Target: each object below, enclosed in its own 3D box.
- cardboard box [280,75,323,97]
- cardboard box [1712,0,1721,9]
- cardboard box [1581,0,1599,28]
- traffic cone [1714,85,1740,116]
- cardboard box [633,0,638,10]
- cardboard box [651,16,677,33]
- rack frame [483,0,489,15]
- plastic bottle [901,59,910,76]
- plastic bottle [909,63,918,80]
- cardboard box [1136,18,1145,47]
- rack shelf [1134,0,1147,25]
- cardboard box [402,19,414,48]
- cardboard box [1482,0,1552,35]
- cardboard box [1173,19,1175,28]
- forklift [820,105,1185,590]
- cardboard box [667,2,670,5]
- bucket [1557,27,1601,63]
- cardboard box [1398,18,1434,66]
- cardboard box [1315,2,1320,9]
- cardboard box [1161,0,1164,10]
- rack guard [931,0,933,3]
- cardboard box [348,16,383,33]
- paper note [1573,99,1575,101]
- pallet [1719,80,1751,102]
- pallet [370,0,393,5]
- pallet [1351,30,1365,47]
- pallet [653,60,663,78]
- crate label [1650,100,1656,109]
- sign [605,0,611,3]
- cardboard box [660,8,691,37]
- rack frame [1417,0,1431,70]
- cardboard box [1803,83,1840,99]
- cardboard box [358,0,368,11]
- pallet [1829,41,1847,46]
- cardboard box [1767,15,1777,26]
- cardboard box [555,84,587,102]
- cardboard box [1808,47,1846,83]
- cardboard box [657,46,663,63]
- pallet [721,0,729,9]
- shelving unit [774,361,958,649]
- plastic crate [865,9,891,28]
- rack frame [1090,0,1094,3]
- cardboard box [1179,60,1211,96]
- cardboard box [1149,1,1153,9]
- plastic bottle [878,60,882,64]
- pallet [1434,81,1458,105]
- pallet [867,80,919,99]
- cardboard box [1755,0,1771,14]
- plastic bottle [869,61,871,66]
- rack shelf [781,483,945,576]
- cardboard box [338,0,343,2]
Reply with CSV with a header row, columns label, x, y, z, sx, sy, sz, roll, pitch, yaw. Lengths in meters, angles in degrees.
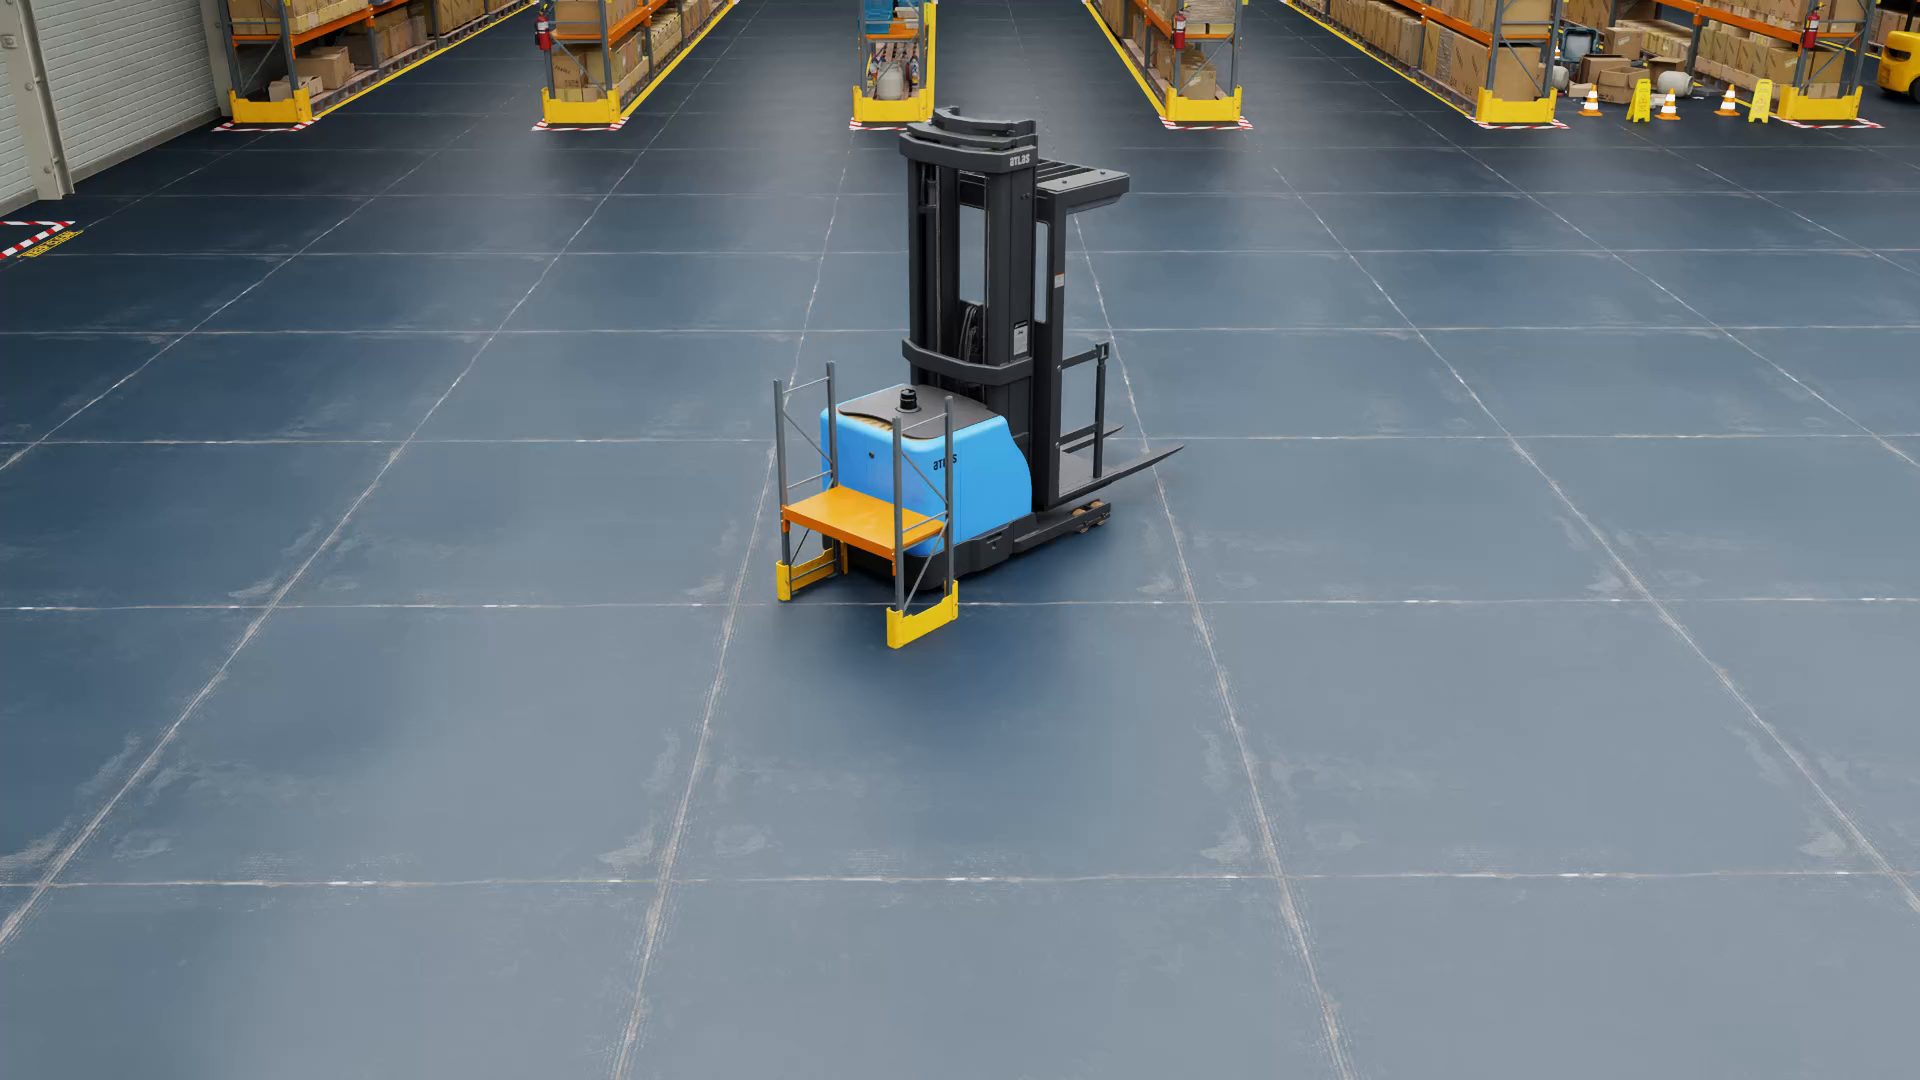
label,x,y,z,sx,sy,sz,roll,pitch,yaw
cardboard box,-10.891,-7.529,27.486,0.500,0.311,0.500,2,24,4
cardboard box,13.495,-9.443,29.294,0.380,0.149,0.250,0,24,1
cardboard box,13.784,-11.317,35.201,0.875,0.875,0.875,0,24,0
traffic cone,12.506,-7.160,27.019,0.336,0.463,0.334,0,24,-1
cardboard box,-6.047,-9.568,29.144,0.700,0.500,0.500,-1,24,-2
cardboard box,-5.837,-10.119,32.629,0.500,0.311,0.500,-1,24,-1
rack frame,-11.099,-12.978,36.805,1.000,3.000,0.127,0,24,-1
plastic bottle,-0.955,-8.331,29.302,0.152,0.276,0.135,0,24,-1
plastic bottle,-0.806,-8.142,28.884,0.152,0.276,0.135,0,24,0
cardboard box,3.850,-9.953,32.617,0.700,0.500,0.500,-2,24,-5
rack shelf,3.826,-10.244,31.634,1.077,0.370,4.000,0,24,-1
cardboard box,-11.106,-9.882,32.459,0.700,0.500,0.500,0,24,-1
cardboard box,8.803,-8.302,26.283,0.875,0.550,0.550,0,24,-1
cardboard box,3.626,-8.308,26.784,0.380,0.149,0.250,0,24,-1
forklift,0.442,-1.521,11.556,1.130,2.935,3.031,22,32,40
cardboard box,-6.352,-11.012,34.959,0.500,0.500,0.500,-1,24,-2
bucket,11.115,-8.884,29.881,0.726,0.611,0.620,8,16,18
cardboard box,8.712,-9.150,30.563,1.050,0.750,0.750,0,24,-1
cardboard box,8.390,-12.294,38.242,0.380,0.149,0.250,-1,24,-2
cardboard box,3.831,-9.126,27.805,0.875,0.500,0.500,0,24,-1
rack guard,-1.249,-13.542,41.084,1.175,0.500,0.348,0,24,-1
cardboard box,-11.044,-9.569,30.857,0.500,0.250,0.500,-1,24,-2
paper note,10.452,-7.484,28.286,0.032,0.001,0.123,13,27,27
pallet,13.816,-7.742,28.611,1.003,0.211,1.213,0,24,-1
pallet,-10.874,-9.910,30.253,1.003,0.211,1.213,0,24,-1
pallet,8.758,-10.429,34.552,1.003,0.211,1.213,0,24,-1
pallet,-6.105,-8.738,30.814,1.003,0.211,1.213,0,24,-1
crate label,11.329,-7.190,27.481,0.250,0.136,0.298,-14,28,-28
sign,-5.459,-8.487,25.729,0.100,0.325,0.005,0,24,-1
cardboard box,-5.821,-10.604,34.055,0.500,0.500,0.500,1,24,2
rack frame,8.809,-9.729,29.621,1.000,3.000,0.127,0,24,-1
cardboard box,14.069,-7.417,27.335,0.500,0.250,0.500,0,24,-1
cardboard box,-10.703,-9.428,29.114,0.500,0.250,0.500,0,24,0
pallet,18.707,-10.502,34.714,1.003,0.211,1.213,0,24,-1
cardboard box,13.455,-8.499,27.206,0.380,0.149,0.250,0,24,0
cardboard box,-6.316,-7.215,26.890,0.500,0.250,0.500,0,24,-1
cardboard box,14.068,-7.768,27.203,0.500,0.500,0.500,-1,24,-2
cardboard box,-5.819,-9.022,30.884,0.500,0.250,0.500,0,24,1
pallet,-6.178,-13.019,40.281,1.003,0.211,1.213,0,24,-1
shelving unit,-0.605,-0.247,10.475,1.083,1.500,0.587,20,31,37
plastic crate,-1.367,-8.482,27.045,0.499,0.251,0.408,0,24,-1
rack frame,3.717,-14.693,40.597,1.000,3.000,0.127,0,24,-1
cardboard box,3.861,-7.656,27.561,0.500,0.500,0.500,6,25,13
cardboard box,3.539,-9.441,29.289,0.380,0.149,0.250,0,24,-1
plastic bottle,-1.389,-8.290,29.215,0.097,0.271,0.097,0,24,0
pallet,8.755,-7.641,28.388,1.003,0.211,1.213,0,24,-1
pallet,-1.123,-7.674,28.462,1.003,0.211,1.213,0,24,-1
cardboard box,13.517,-8.960,27.440,0.500,0.500,0.500,0,24,-1
plastic bottle,-1.549,-8.208,29.021,0.061,0.283,0.133,1,24,2
rack shelf,-0.598,-0.080,10.544,1.000,0.185,0.538,20,31,37
cardboard box,-10.691,-9.357,28.047,0.500,0.500,0.500,-1,24,-2
